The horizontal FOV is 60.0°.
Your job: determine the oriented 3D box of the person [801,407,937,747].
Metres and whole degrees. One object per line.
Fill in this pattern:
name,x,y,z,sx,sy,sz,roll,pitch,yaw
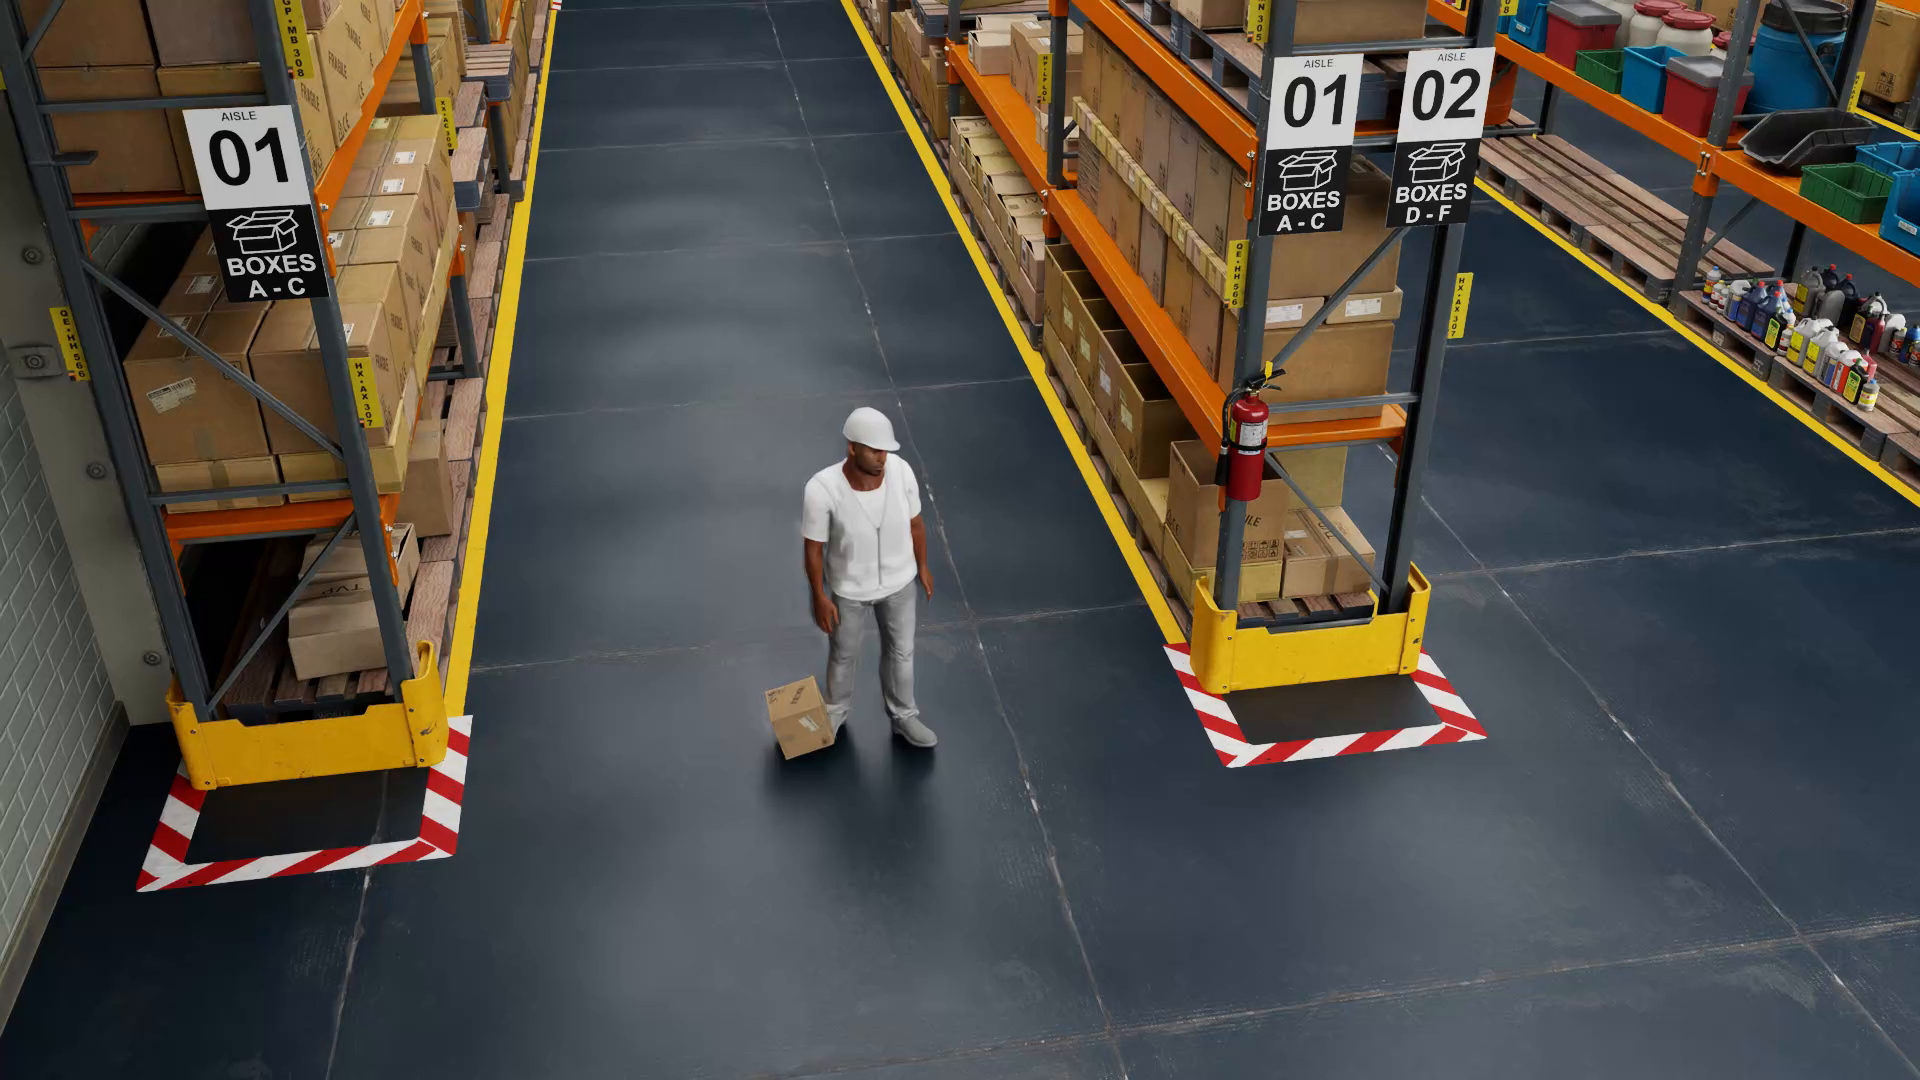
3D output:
person,-0.422,0.201,7.731,0.652,1.767,0.463,-10,32,-17
